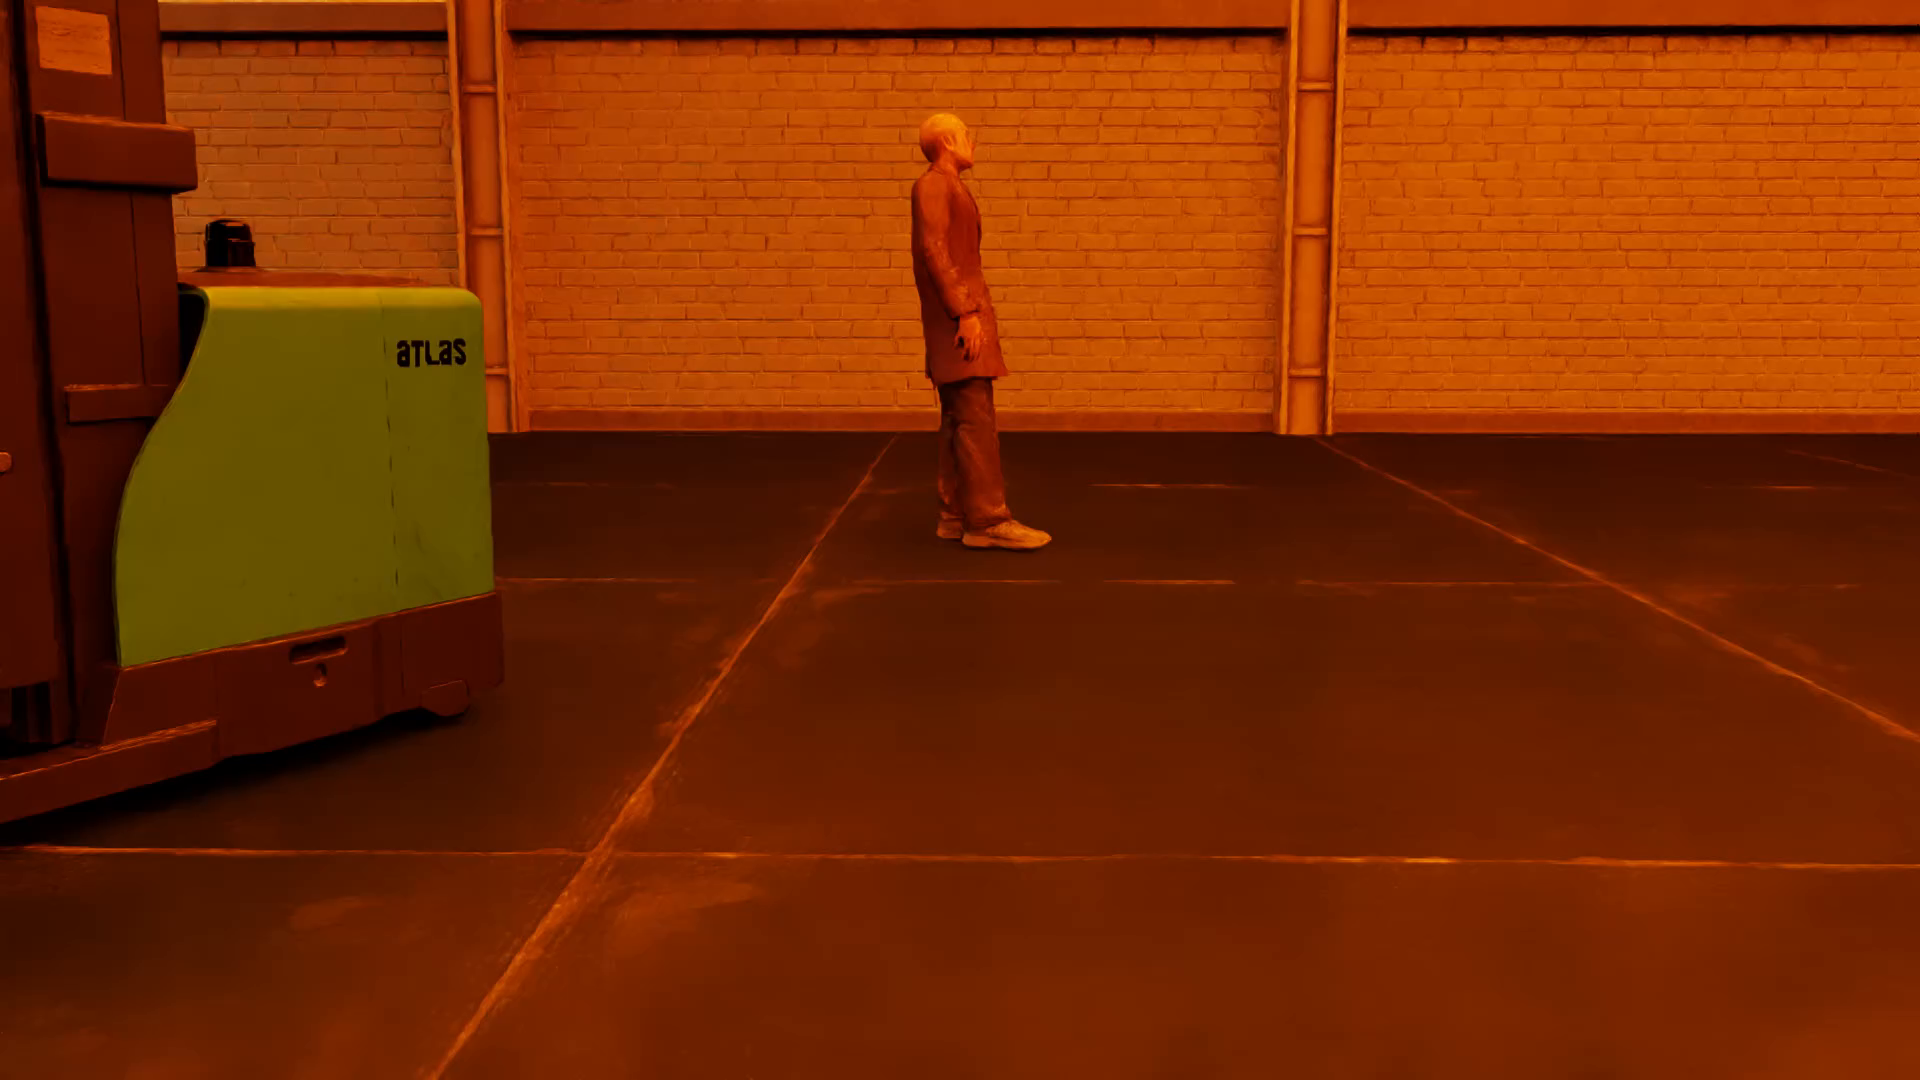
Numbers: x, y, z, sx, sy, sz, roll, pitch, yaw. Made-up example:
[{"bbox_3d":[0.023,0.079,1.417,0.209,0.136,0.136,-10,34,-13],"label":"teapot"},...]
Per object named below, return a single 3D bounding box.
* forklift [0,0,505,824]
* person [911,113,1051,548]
[{"bbox_3d":[-2.370,-0.865,3.078,1.130,2.935,3.031,5,10,31],"label":"forklift"},{"bbox_3d":[0.091,-0.885,6.985,0.580,1.776,0.694,0,9,1],"label":"person"}]
